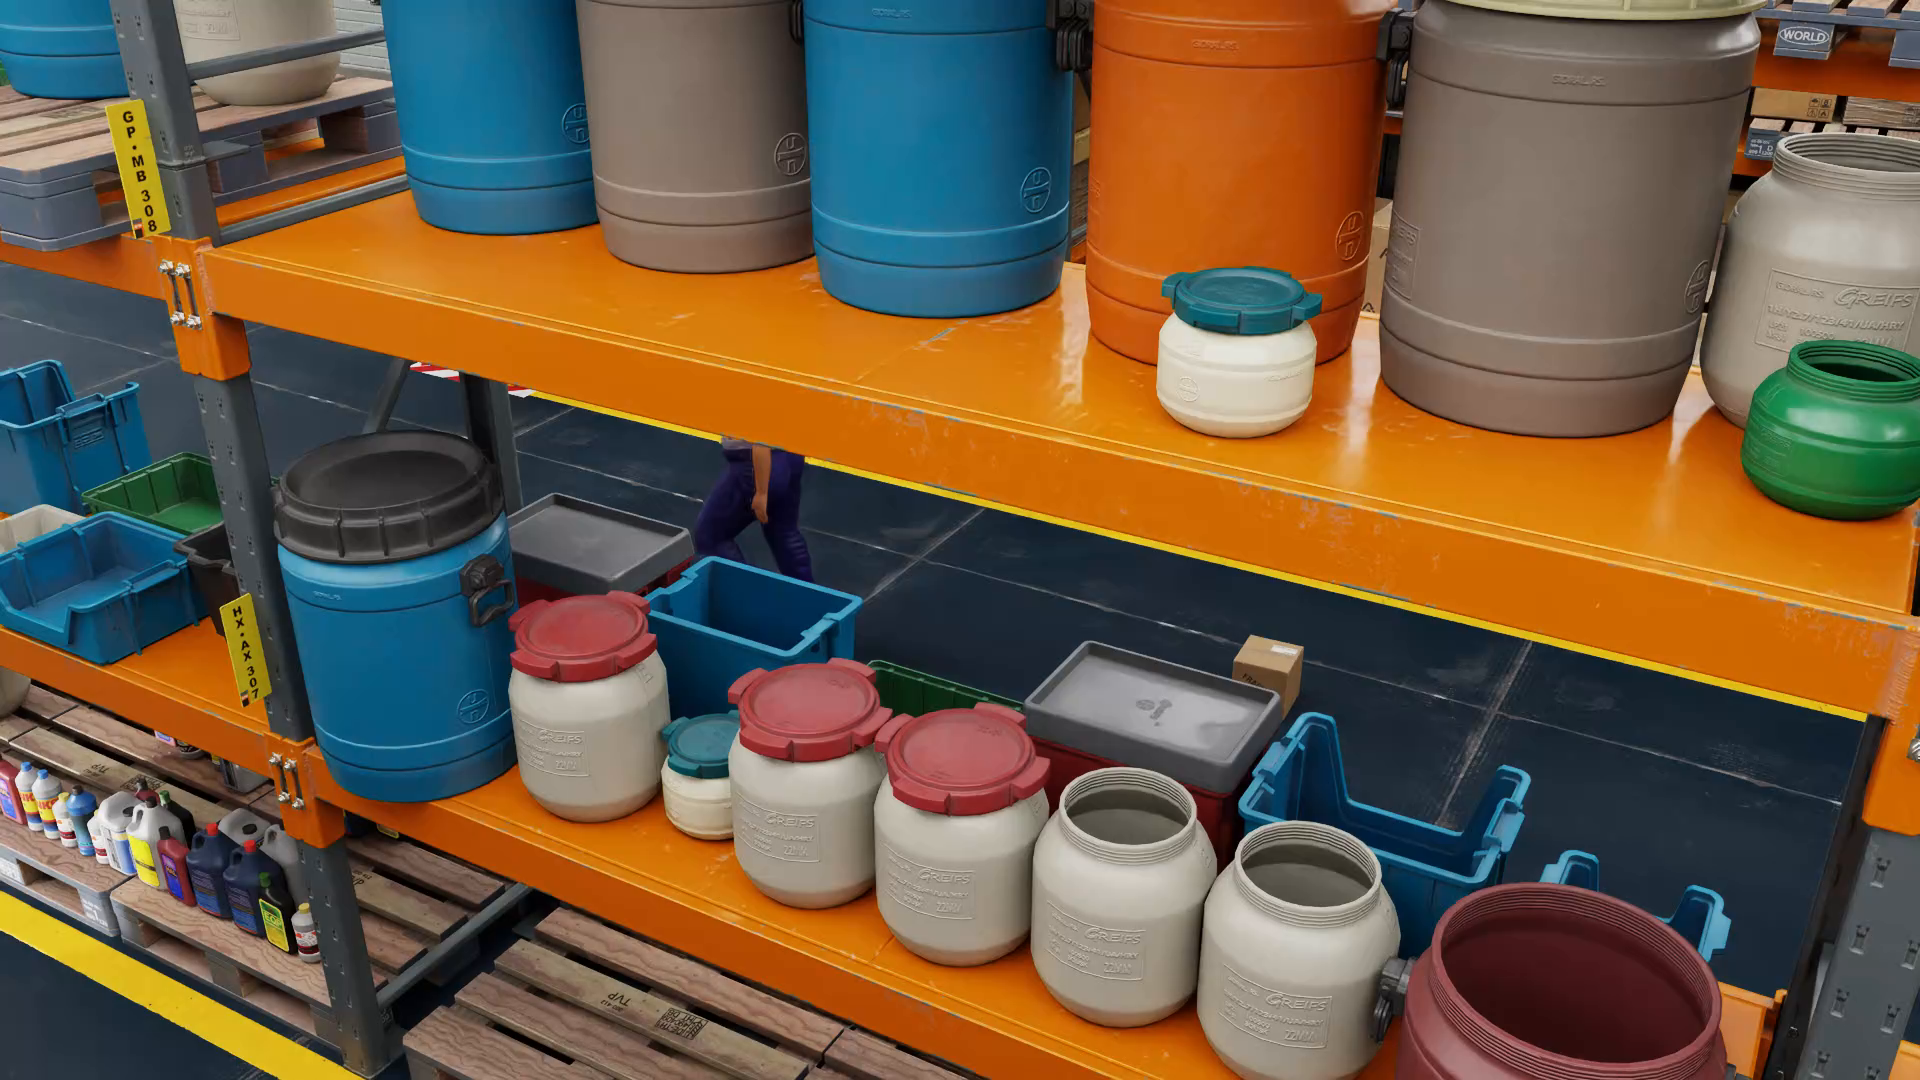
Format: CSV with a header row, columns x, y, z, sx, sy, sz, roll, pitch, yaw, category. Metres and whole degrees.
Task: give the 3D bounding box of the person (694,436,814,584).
x,y,z,sx,sy,sz,roll,pitch,yaw,category
-0.949,-0.288,7.736,0.526,1.689,0.523,6,27,12,person
